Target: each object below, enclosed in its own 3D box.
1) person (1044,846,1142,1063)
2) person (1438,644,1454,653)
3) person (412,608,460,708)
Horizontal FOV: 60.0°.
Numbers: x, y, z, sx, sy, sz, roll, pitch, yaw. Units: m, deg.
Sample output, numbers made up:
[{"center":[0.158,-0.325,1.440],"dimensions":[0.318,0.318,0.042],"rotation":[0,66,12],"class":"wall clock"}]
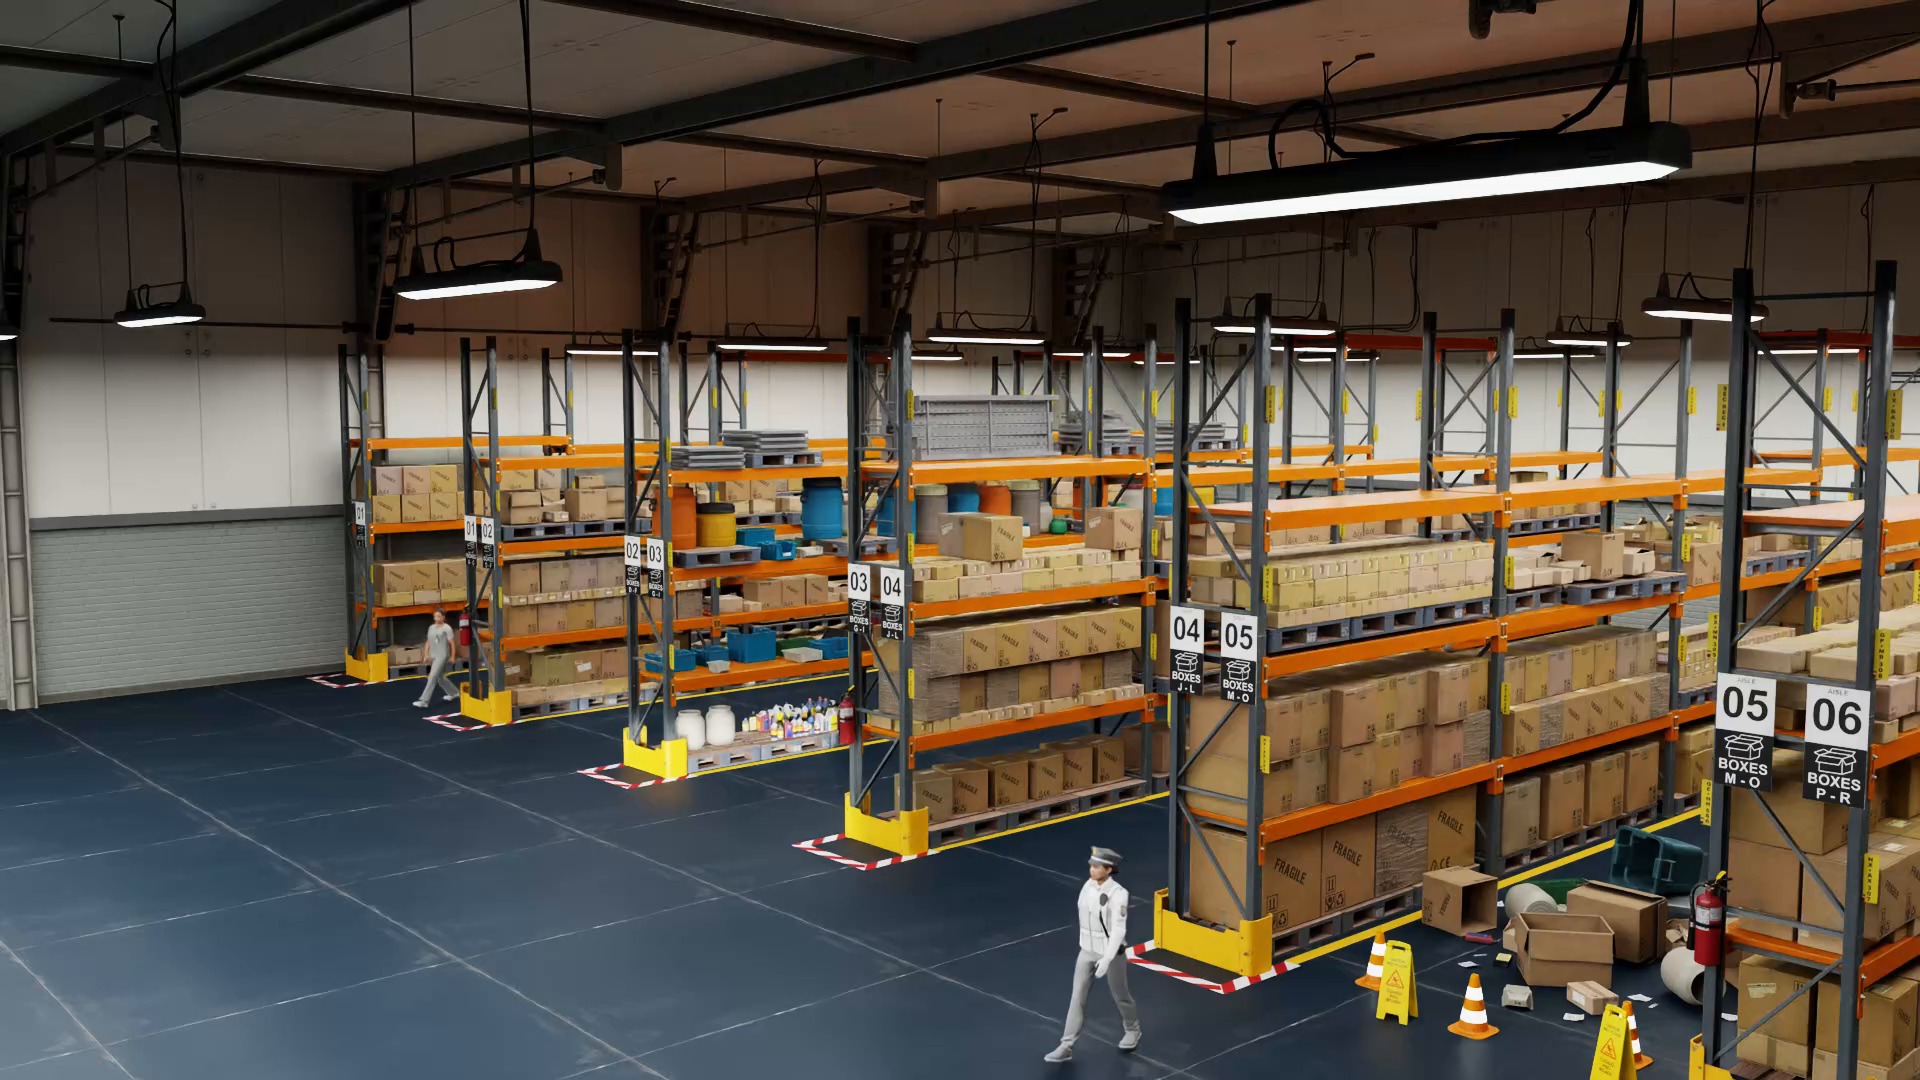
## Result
[{"center":[1.058,3.178,12.811],"dimensions":[0.512,1.637,0.970],"rotation":[5,7,43],"class":"person"},{"center":[6.867,2.251,23.514],"dimensions":[1.034,1.588,0.465],"rotation":[-5,7,-44],"class":"person"},{"center":[-8.604,1.914,27.288],"dimensions":[0.434,1.591,1.070],"rotation":[3,6,30],"class":"person"}]
